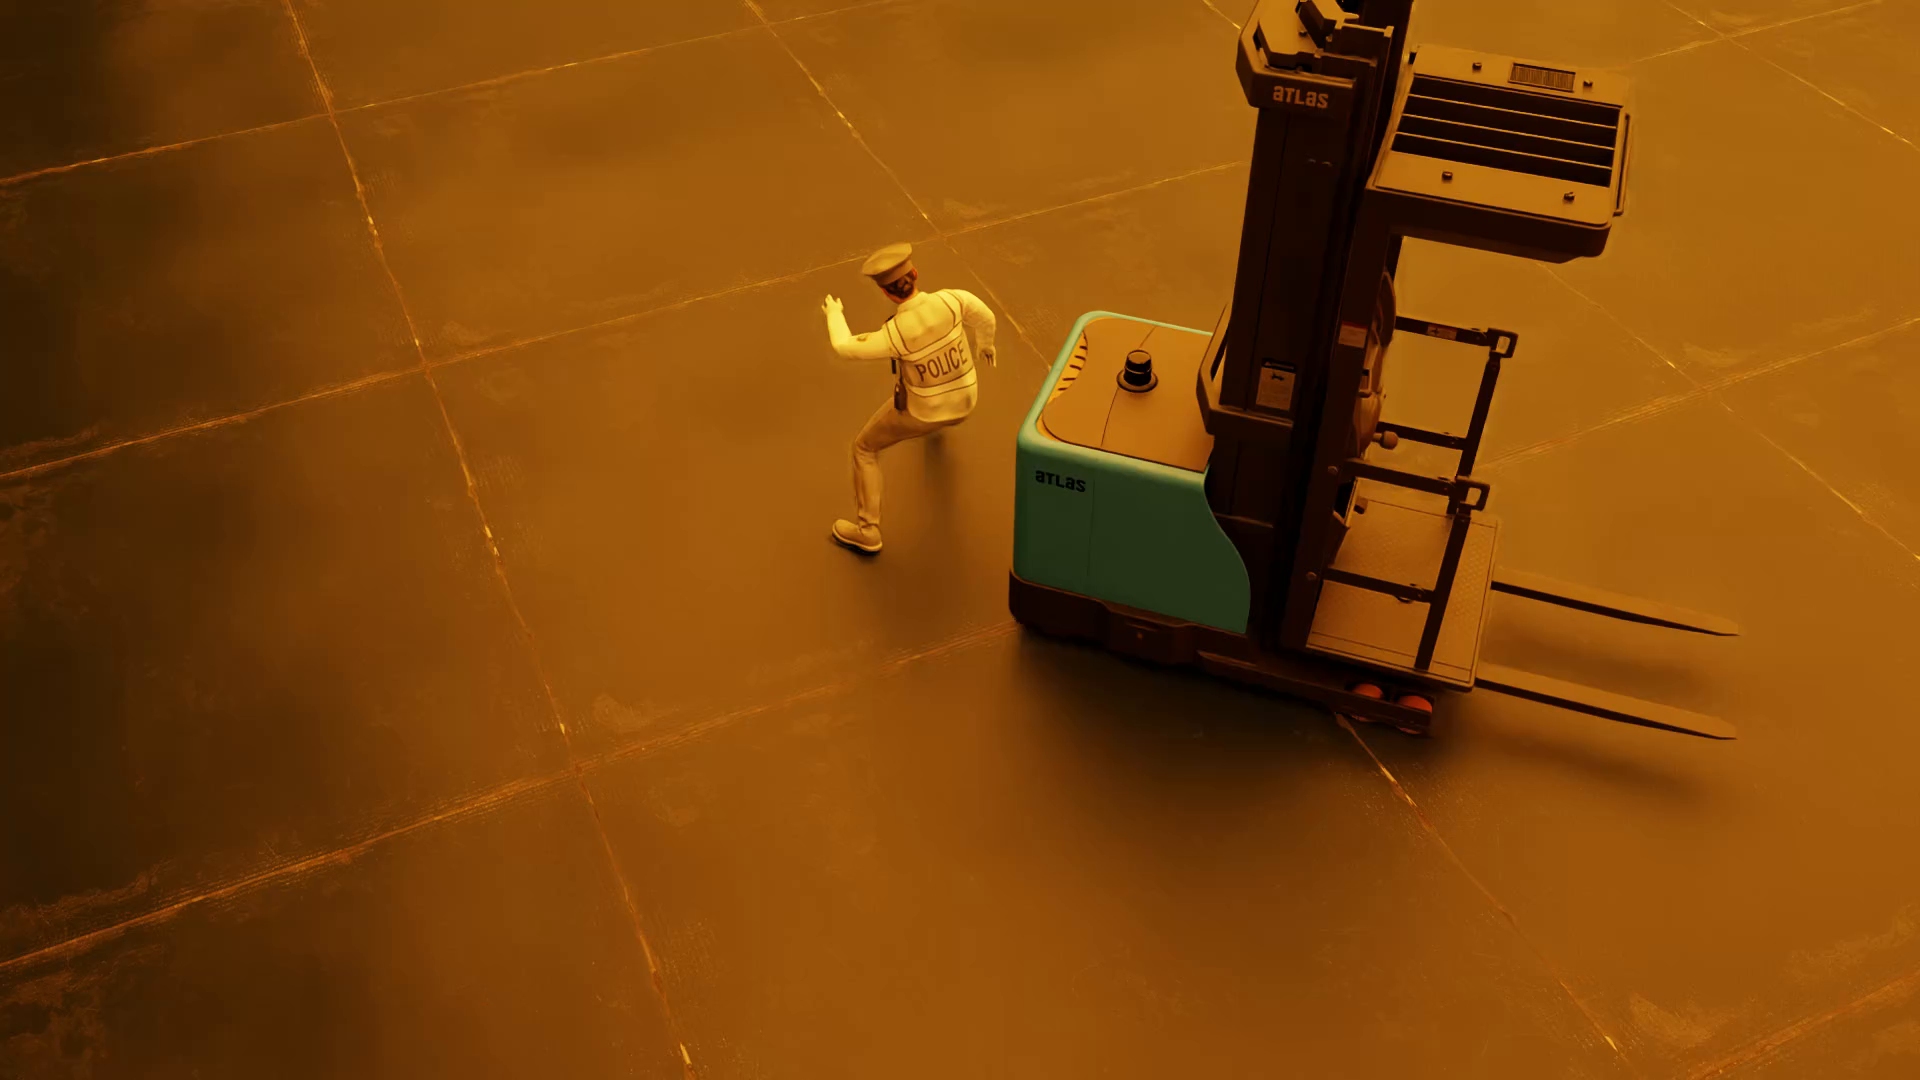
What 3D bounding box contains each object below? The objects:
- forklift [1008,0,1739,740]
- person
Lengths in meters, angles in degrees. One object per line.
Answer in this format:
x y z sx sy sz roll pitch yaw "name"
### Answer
1.789 -0.674 6.402 3.031 2.935 1.130 14 45 14 "forklift"
-0.310 -0.855 7.721 0.918 1.439 1.037 -17 46 -18 "person"
